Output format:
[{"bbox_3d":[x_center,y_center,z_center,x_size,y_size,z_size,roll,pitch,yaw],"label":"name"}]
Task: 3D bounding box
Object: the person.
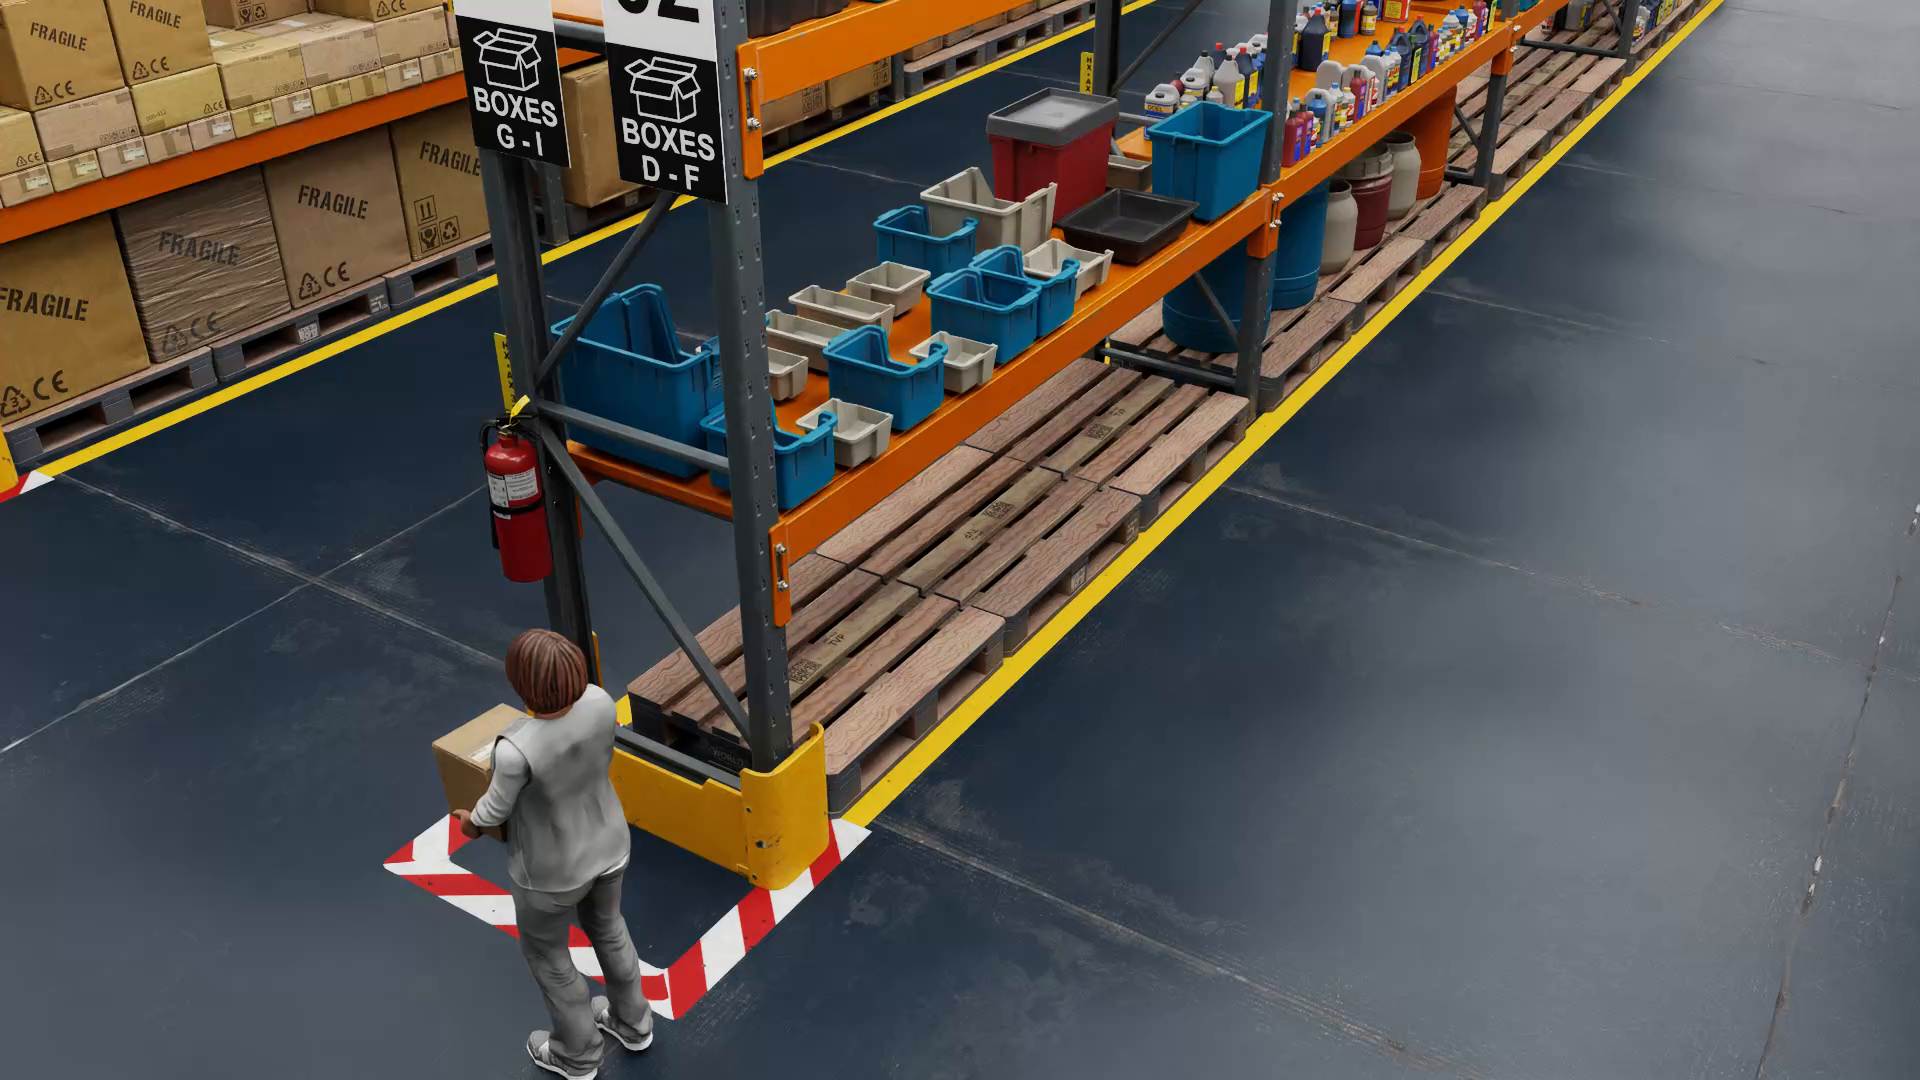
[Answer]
[{"bbox_3d":[-1.169,0.879,4.735,0.500,1.574,0.407,22,37,33],"label":"person"}]
